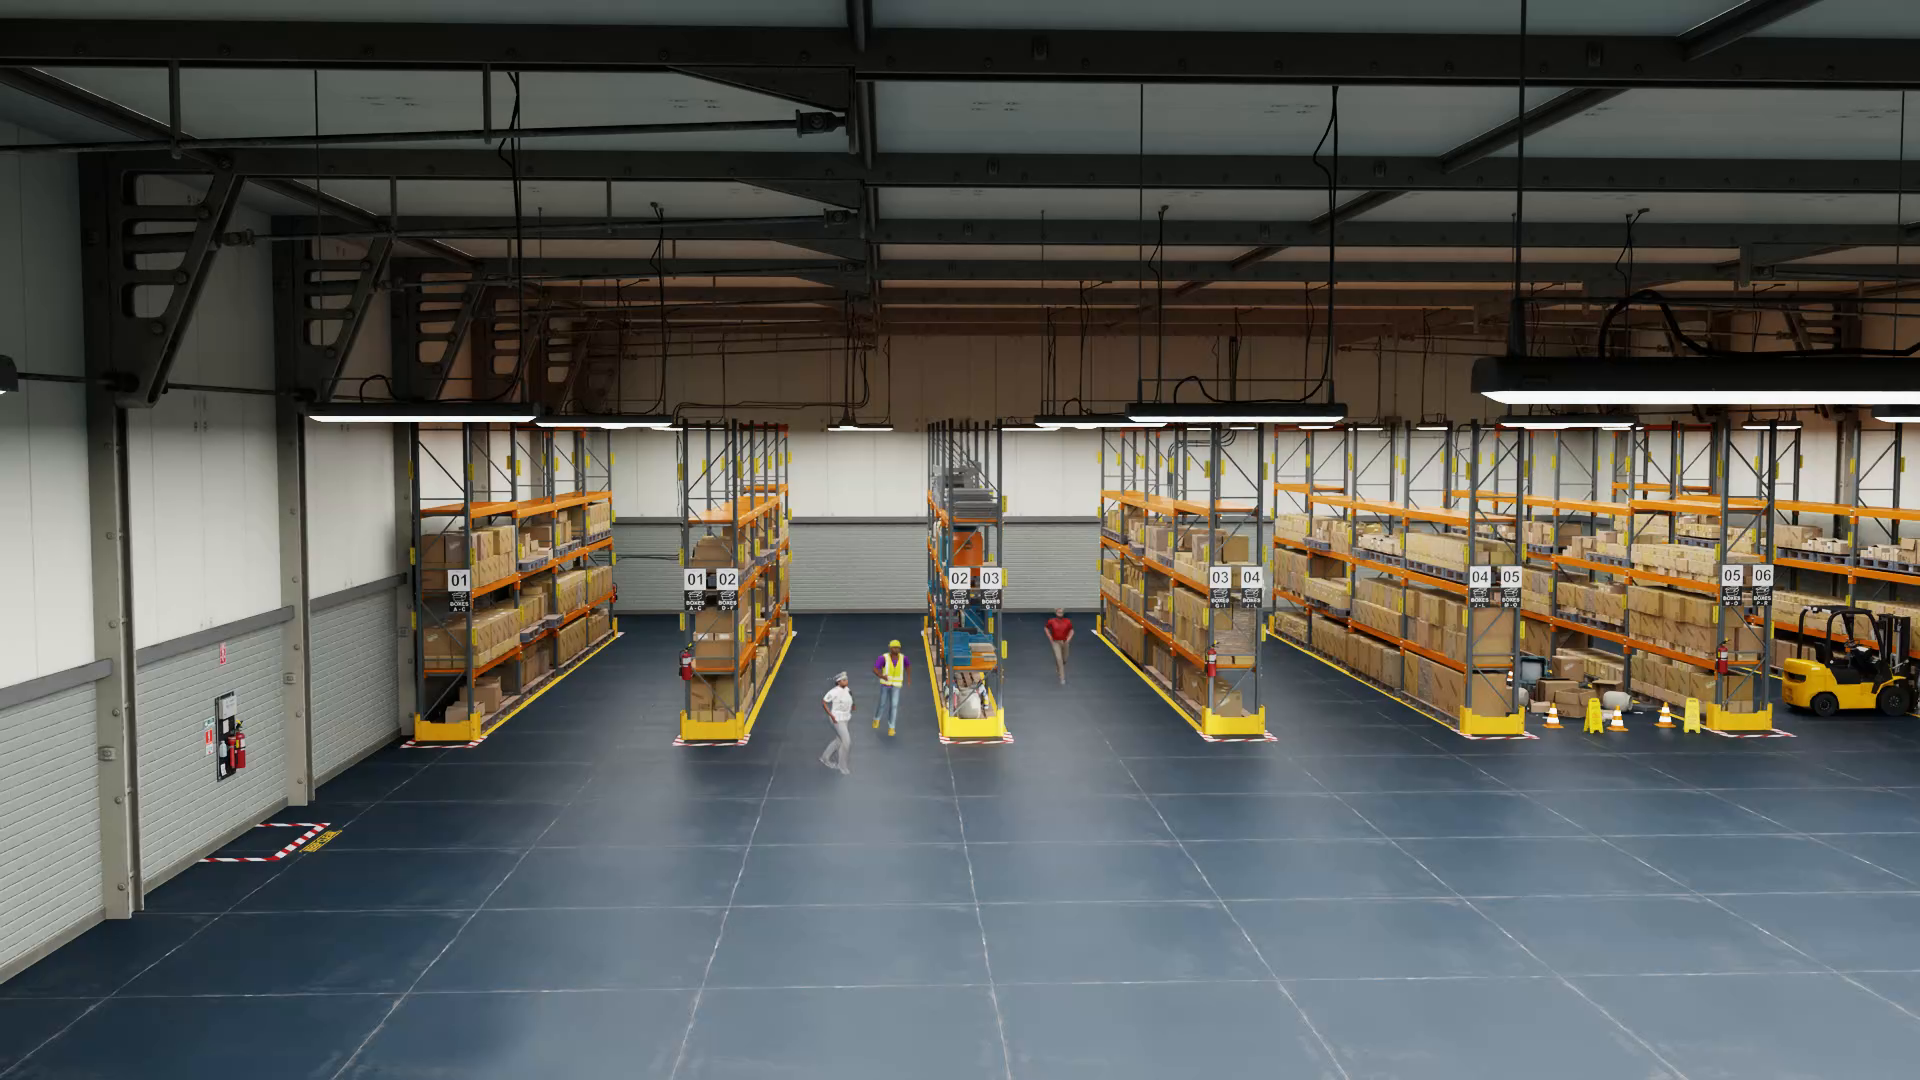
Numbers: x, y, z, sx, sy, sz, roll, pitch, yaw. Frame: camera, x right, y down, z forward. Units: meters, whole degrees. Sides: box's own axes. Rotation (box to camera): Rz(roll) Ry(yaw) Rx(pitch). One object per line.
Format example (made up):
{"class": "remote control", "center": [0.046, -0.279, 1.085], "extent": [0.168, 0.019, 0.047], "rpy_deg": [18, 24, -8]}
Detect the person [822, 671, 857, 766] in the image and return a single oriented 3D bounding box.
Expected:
{"class": "person", "center": [-2.054, 2.999, 28.141], "extent": [0.678, 1.593, 0.601], "rpy_deg": [2, 4, 27]}

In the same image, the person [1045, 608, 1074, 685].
{"class": "person", "center": [2.316, 2.437, 38.433], "extent": [0.636, 1.730, 1.085], "rpy_deg": [-1, 4, -15]}

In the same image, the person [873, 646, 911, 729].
{"class": "person", "center": [-1.301, 2.762, 31.860], "extent": [0.758, 1.641, 0.719], "rpy_deg": [-1, 4, -13]}

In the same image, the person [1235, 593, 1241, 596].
{"class": "person", "center": [8.280, 1.754, 48.231], "extent": [0.772, 1.739, 1.029], "rpy_deg": [3, 5, 42]}
